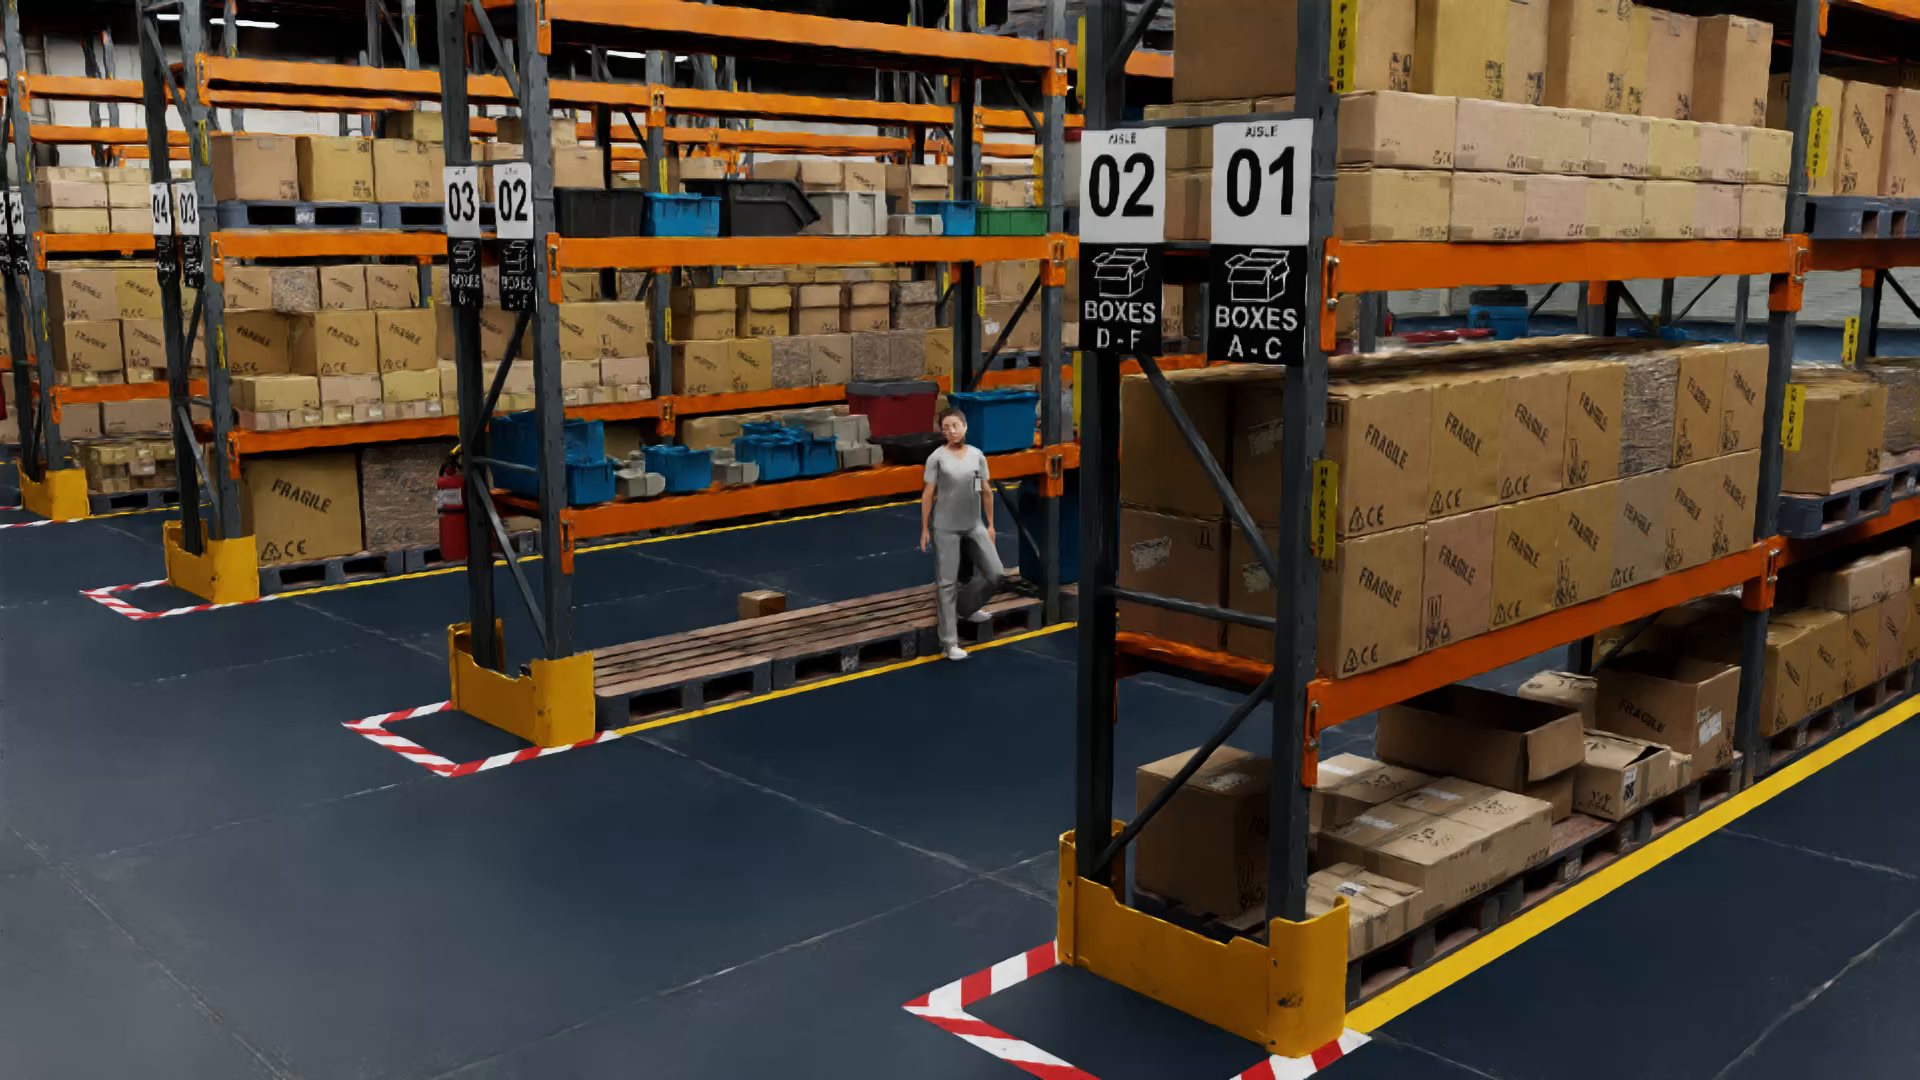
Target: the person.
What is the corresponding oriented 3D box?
[{"bbox_3d":[-0.008,-0.053,11.100,0.567,1.656,0.572,-6,12,-27],"label":"person"}]
